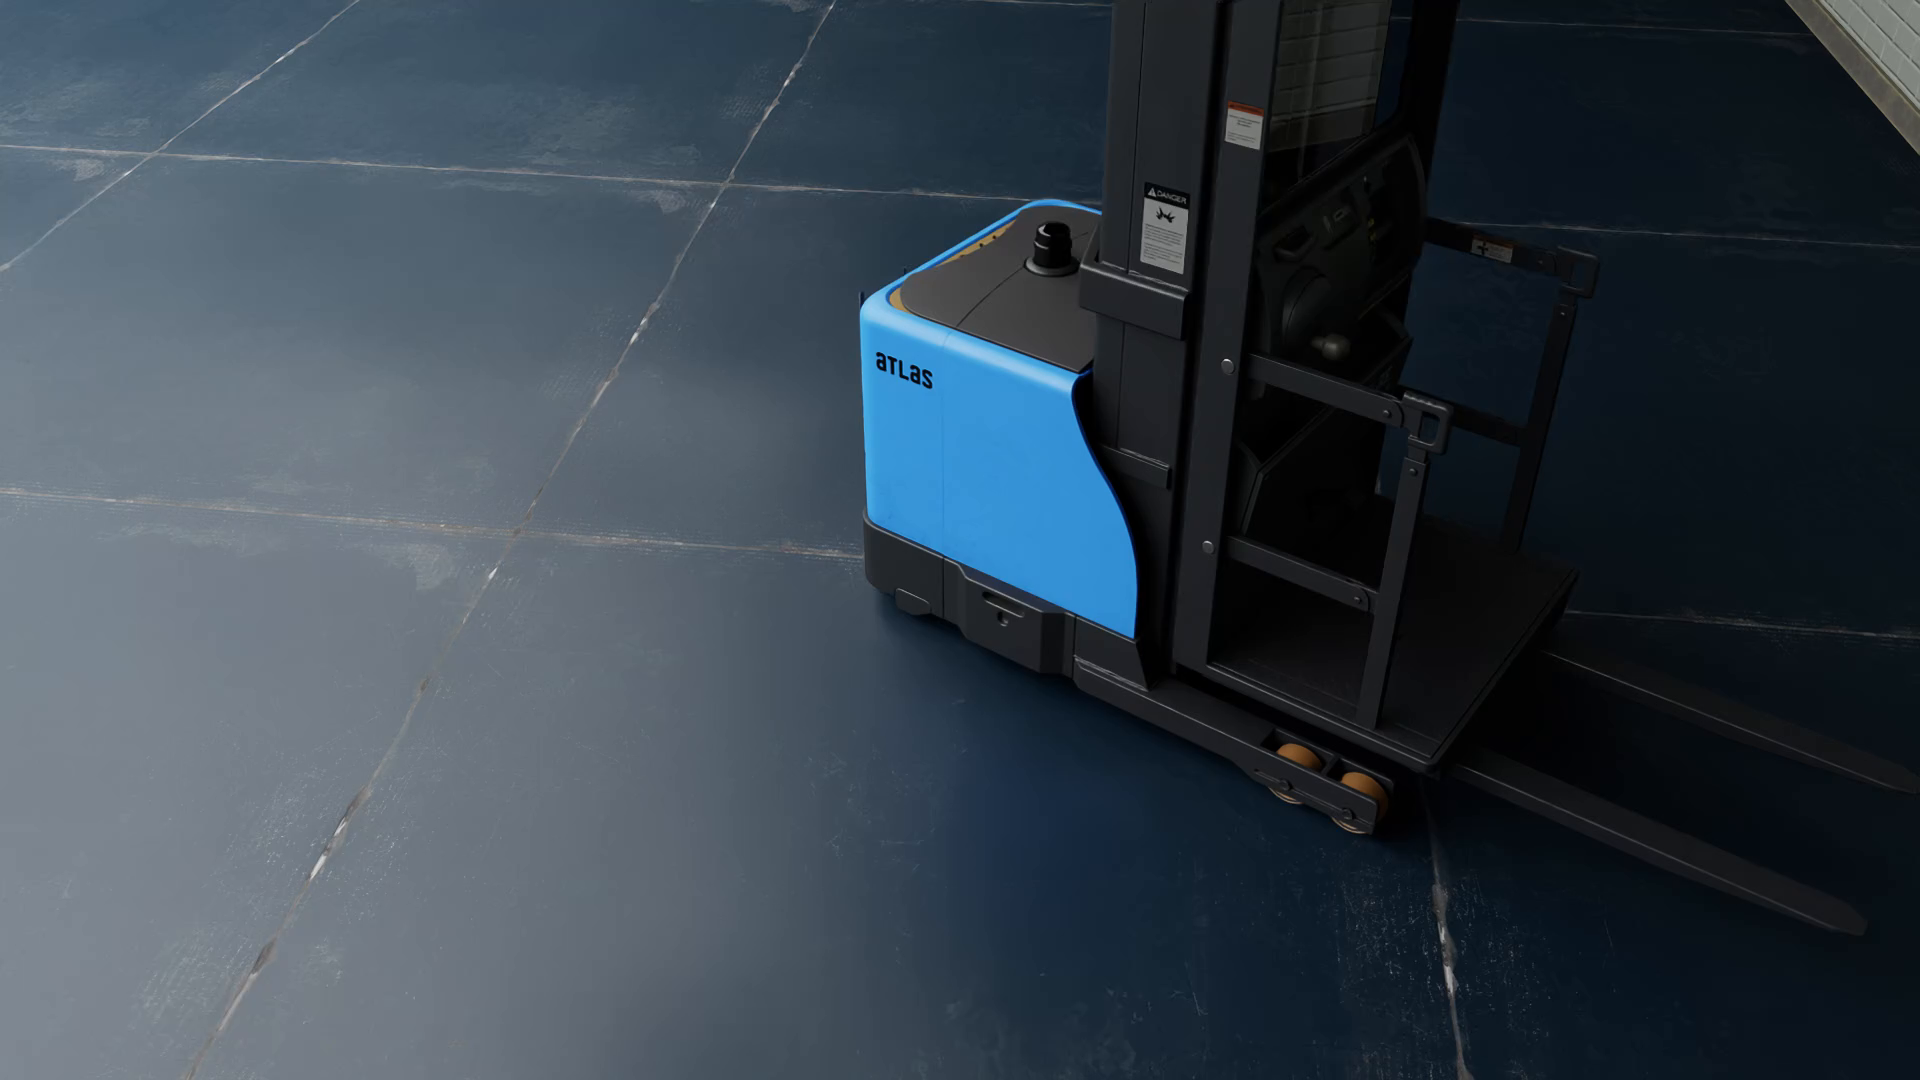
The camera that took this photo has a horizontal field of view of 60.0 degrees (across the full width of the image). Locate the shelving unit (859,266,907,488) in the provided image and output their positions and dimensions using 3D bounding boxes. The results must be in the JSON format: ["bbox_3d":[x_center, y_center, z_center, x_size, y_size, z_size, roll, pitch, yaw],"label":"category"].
[{"bbox_3d":[-0.167,-0.440,5.592,0.210,0.900,0.258,23,42,29],"label":"shelving unit"}]

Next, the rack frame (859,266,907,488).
[{"bbox_3d":[-0.249,-0.476,5.642,0.006,0.900,0.240,23,42,29],"label":"rack frame"}]

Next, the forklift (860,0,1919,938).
[{"bbox_3d":[1.172,-0.733,4.254,3.031,2.935,1.130,23,42,29],"label":"forklift"}]
